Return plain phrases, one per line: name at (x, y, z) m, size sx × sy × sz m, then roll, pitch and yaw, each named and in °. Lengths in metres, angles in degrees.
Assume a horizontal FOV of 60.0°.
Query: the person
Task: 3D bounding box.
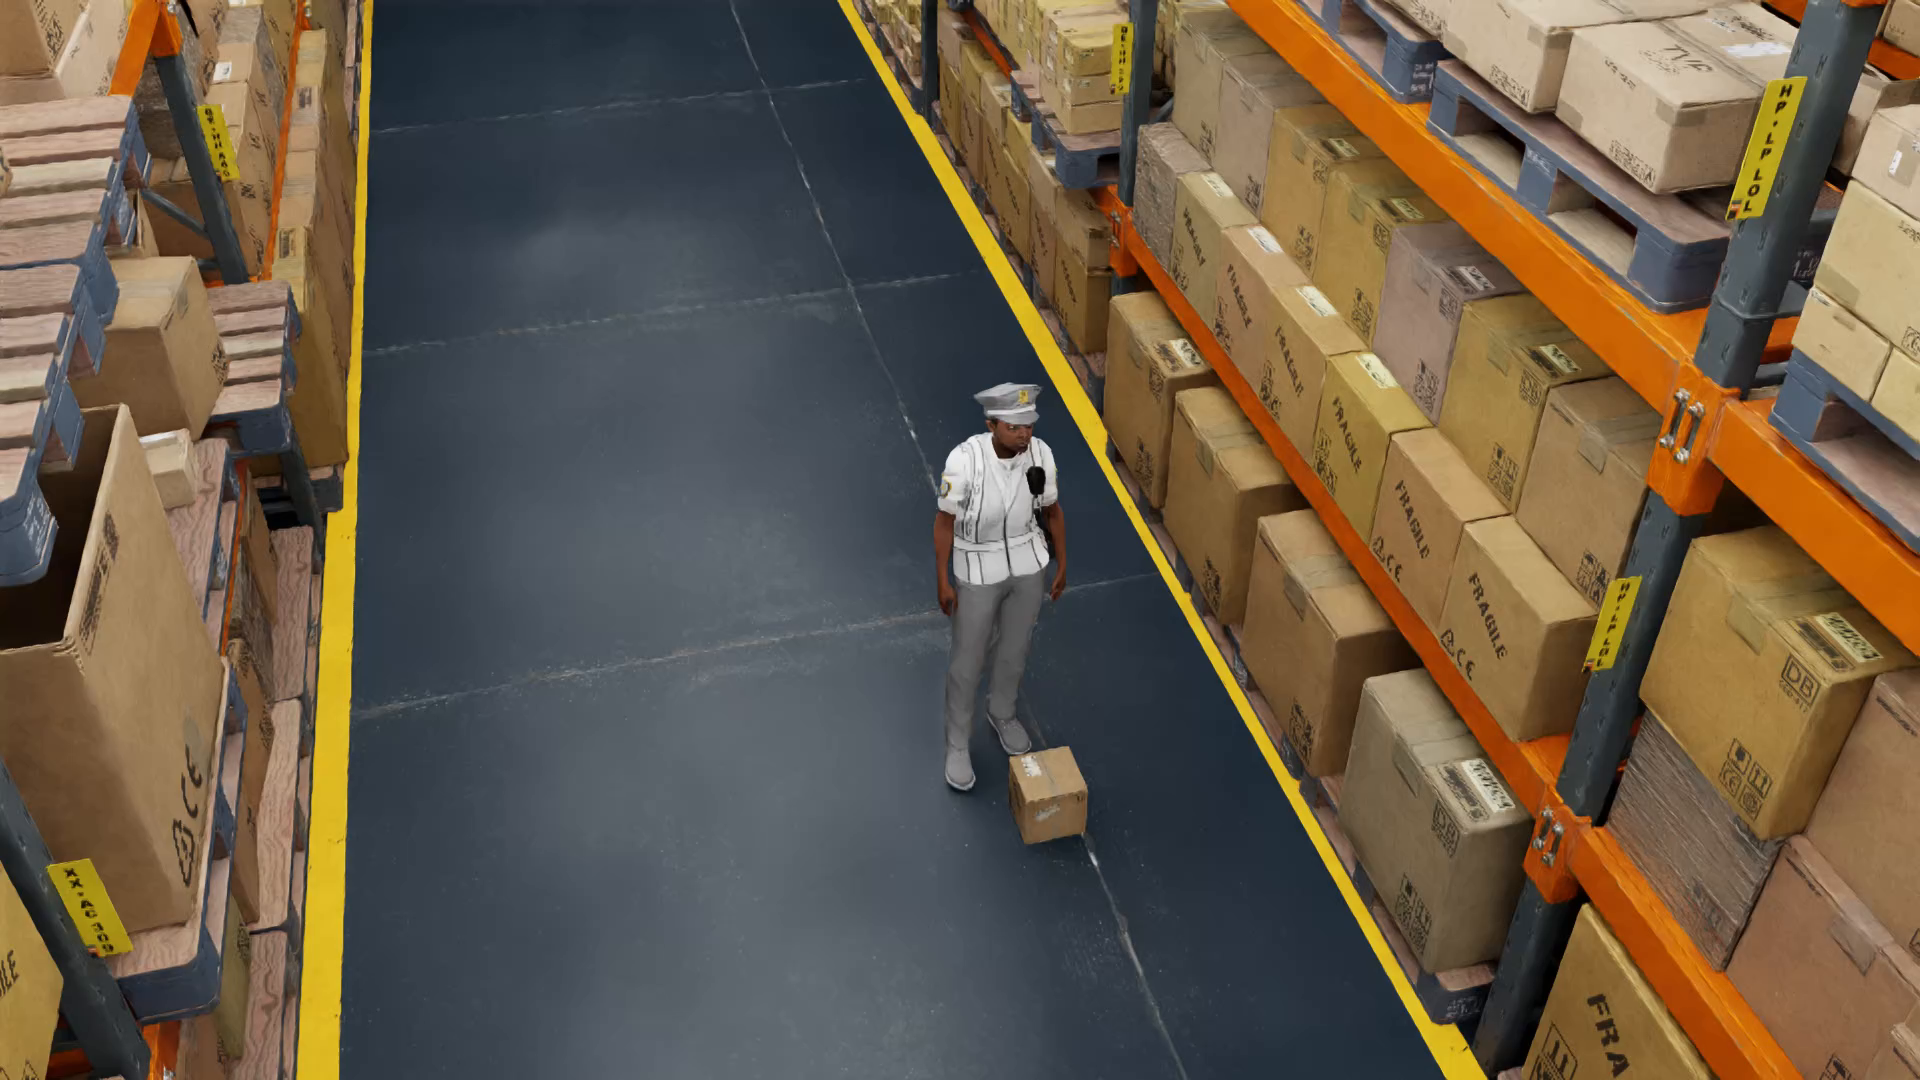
person at (0.164, 0.160, 6.469) m, size 0.572 × 1.695 × 0.531 m, roll -11°, pitch 40°, yaw -13°
